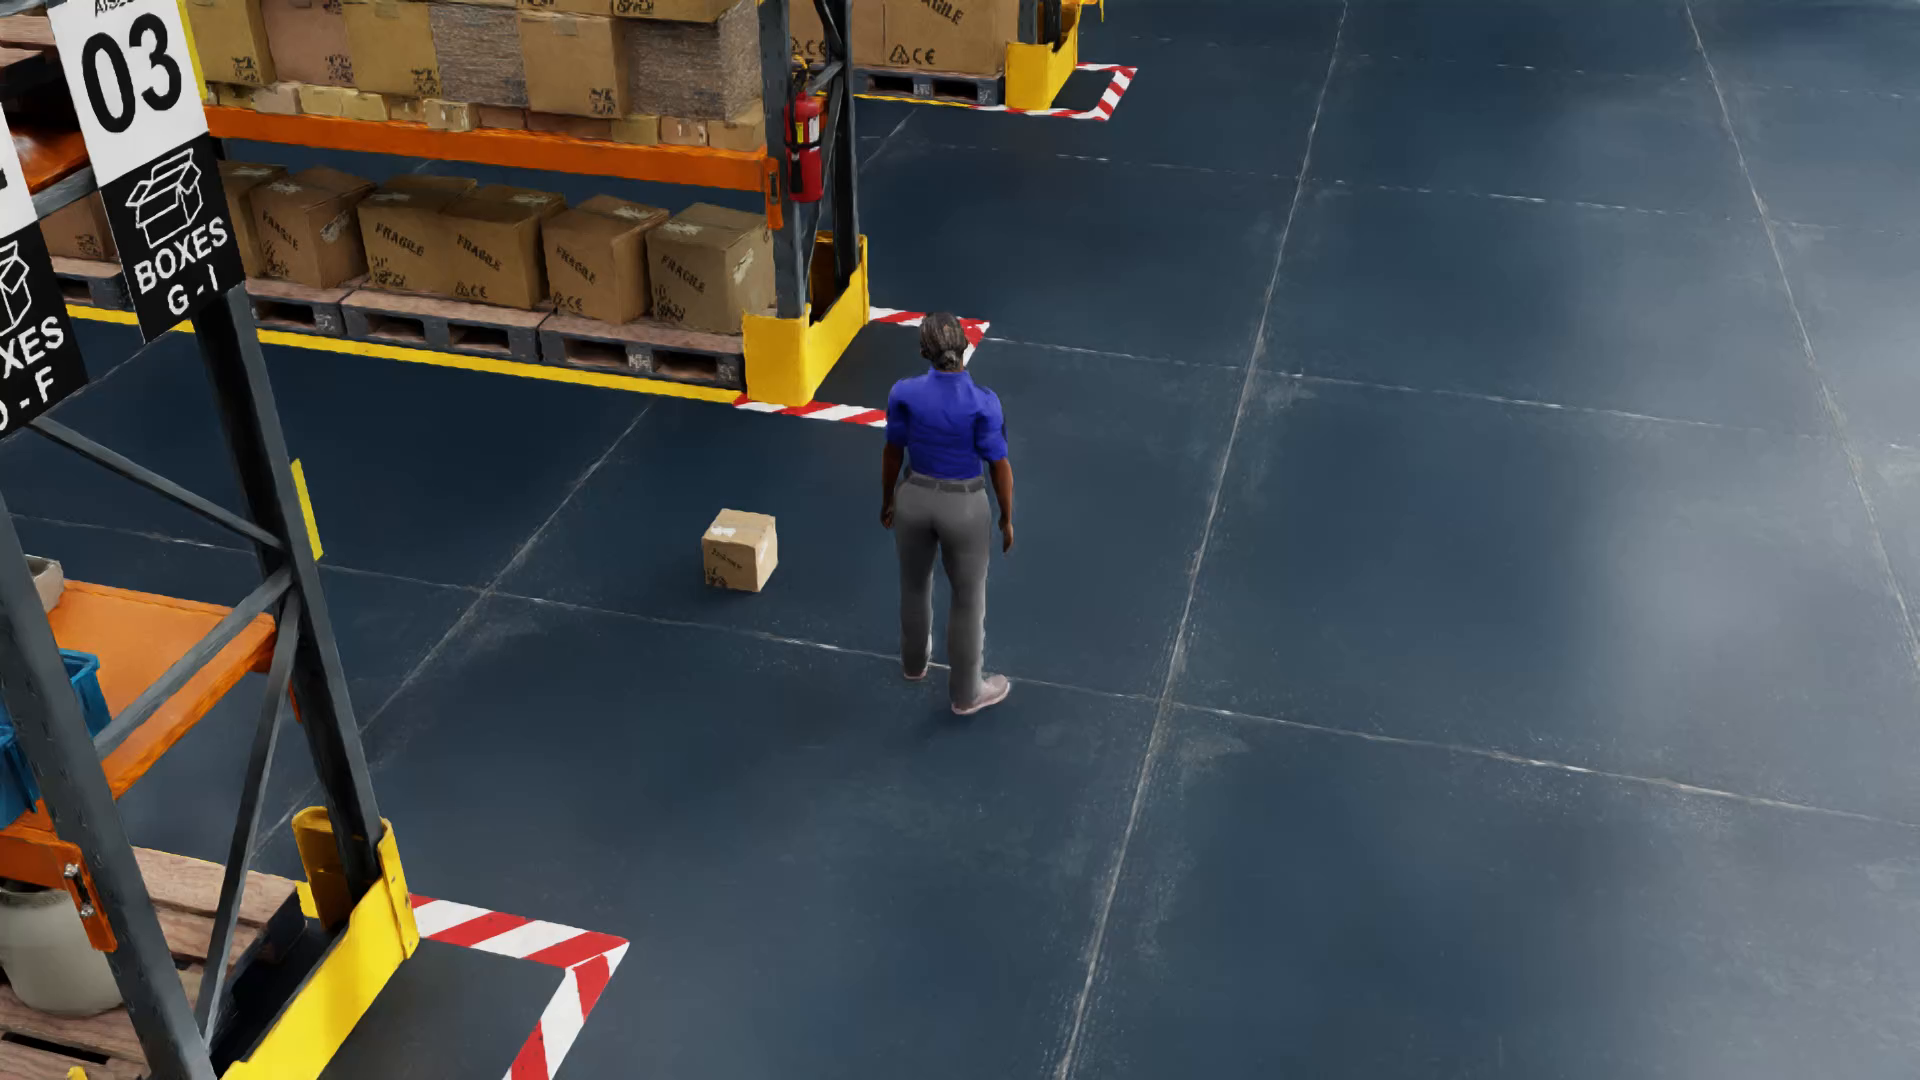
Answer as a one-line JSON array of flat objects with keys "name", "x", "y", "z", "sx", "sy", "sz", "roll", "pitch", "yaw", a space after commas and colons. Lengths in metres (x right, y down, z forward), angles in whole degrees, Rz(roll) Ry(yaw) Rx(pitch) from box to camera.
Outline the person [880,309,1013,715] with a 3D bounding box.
[{"name": "person", "x": -0.049, "y": -0.124, "z": 6.303, "sx": 0.527, "sy": 1.660, "sz": 0.451, "roll": 9, "pitch": 34, "yaw": 14}]
